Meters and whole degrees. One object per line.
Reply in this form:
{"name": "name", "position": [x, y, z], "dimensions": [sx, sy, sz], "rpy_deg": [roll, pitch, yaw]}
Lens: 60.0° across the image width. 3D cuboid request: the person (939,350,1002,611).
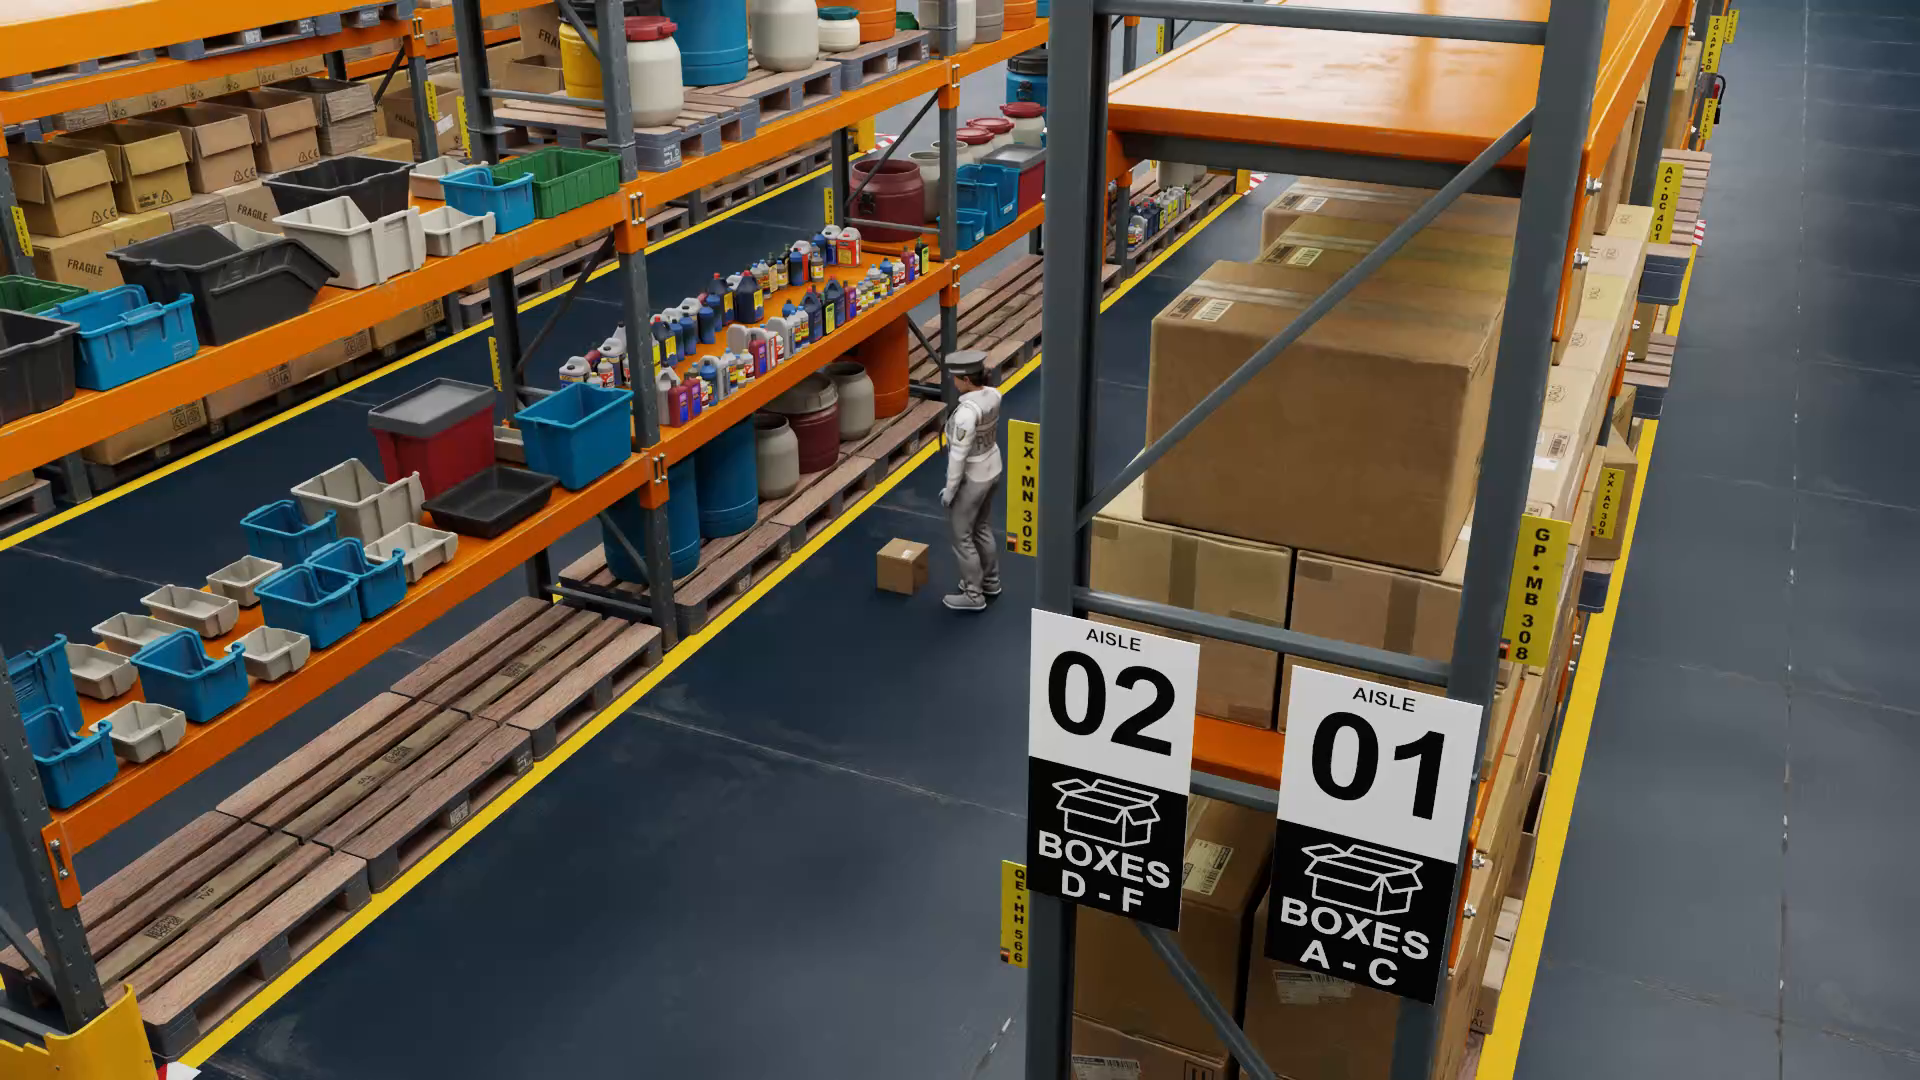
{"name": "person", "position": [0.070, -0.357, 10.152], "dimensions": [0.327, 1.660, 0.475], "rpy_deg": [12, 29, 23]}
